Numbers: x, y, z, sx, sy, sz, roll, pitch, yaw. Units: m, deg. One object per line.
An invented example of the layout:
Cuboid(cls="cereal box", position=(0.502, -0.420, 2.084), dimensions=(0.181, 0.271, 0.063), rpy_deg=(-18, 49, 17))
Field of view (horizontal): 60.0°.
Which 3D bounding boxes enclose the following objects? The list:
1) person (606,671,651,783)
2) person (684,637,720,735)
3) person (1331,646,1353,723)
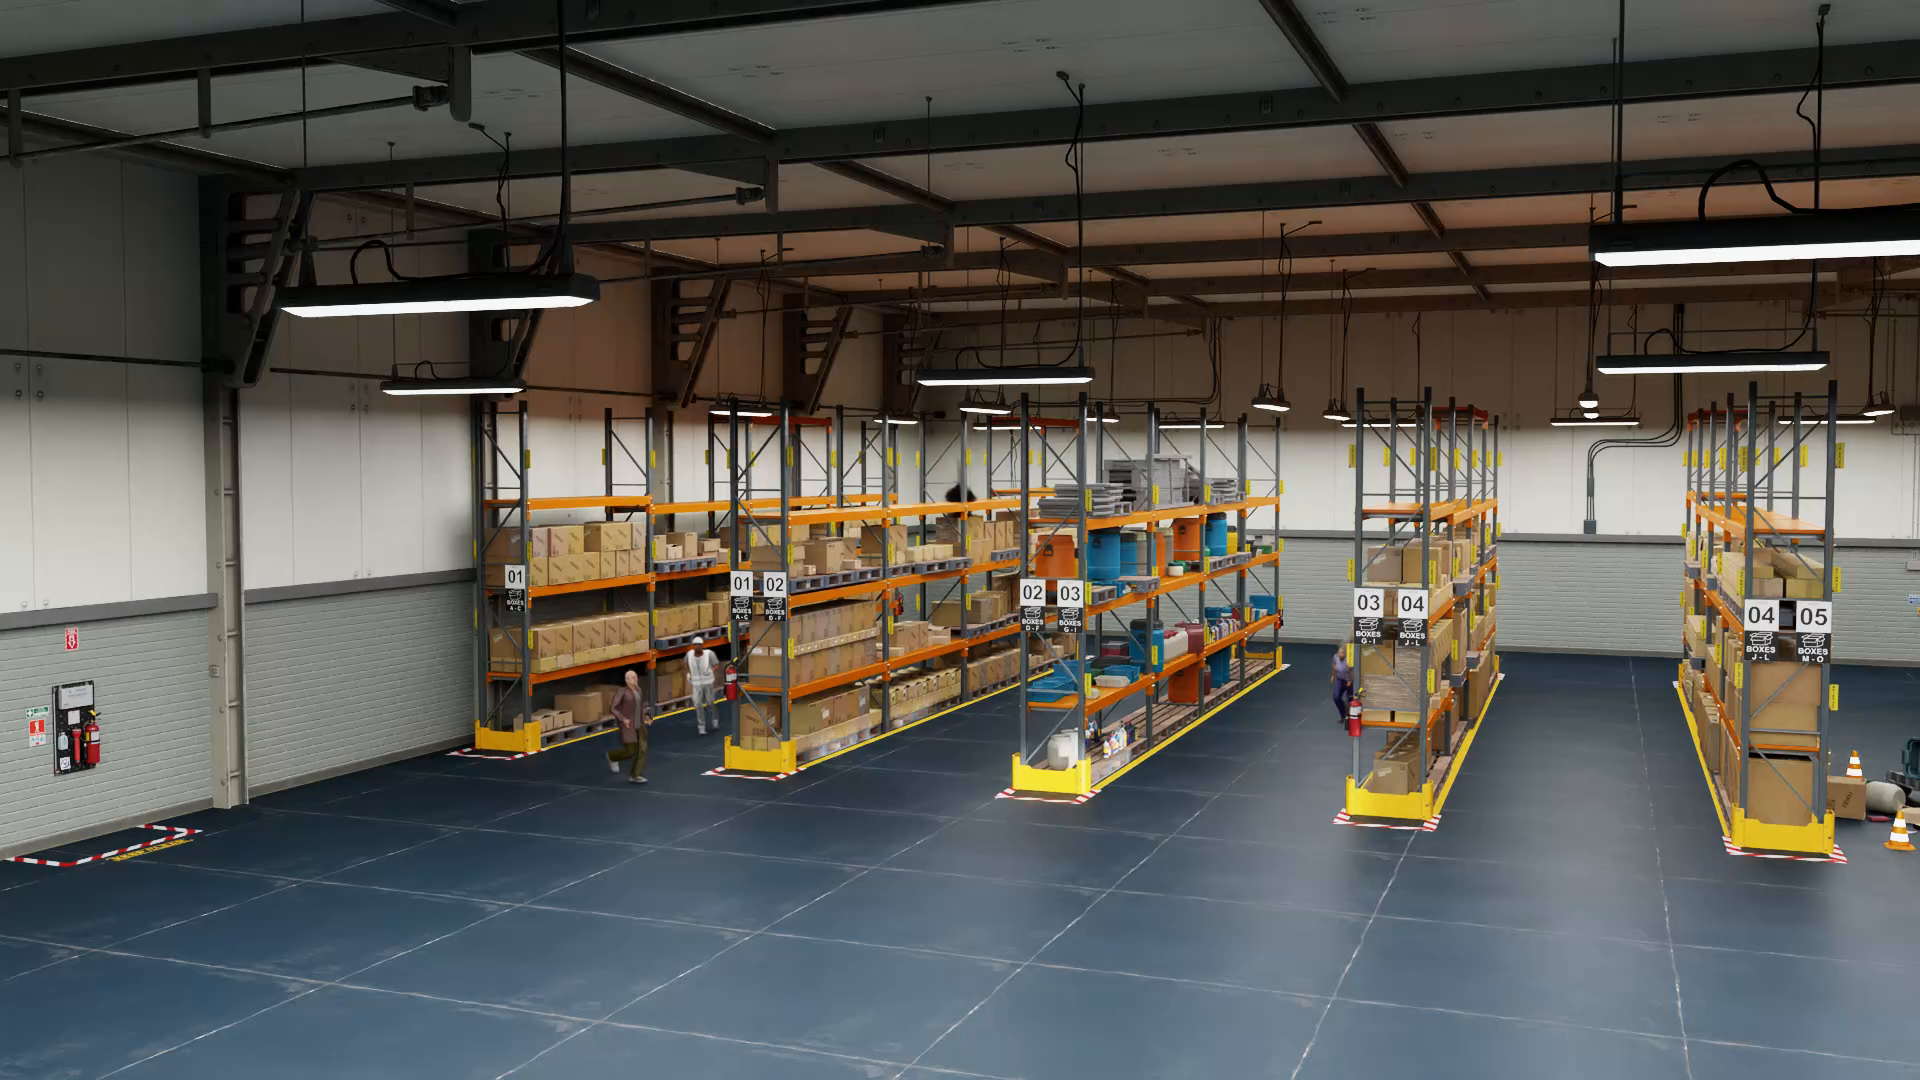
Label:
Cuboid(cls="person", position=(-5.142, 2.886, 25.810), dimensions=(0.813, 1.735, 0.721), rpy_deg=(2, 3, 36))
Cuboid(cls="person", position=(-4.723, 2.628, 30.349), dimensions=(0.691, 1.755, 0.852), rpy_deg=(0, 3, 2))
Cuboid(cls="person", position=(7.422, 2.736, 31.764), dimensions=(0.602, 1.520, 0.988), rpy_deg=(2, 3, 30))
